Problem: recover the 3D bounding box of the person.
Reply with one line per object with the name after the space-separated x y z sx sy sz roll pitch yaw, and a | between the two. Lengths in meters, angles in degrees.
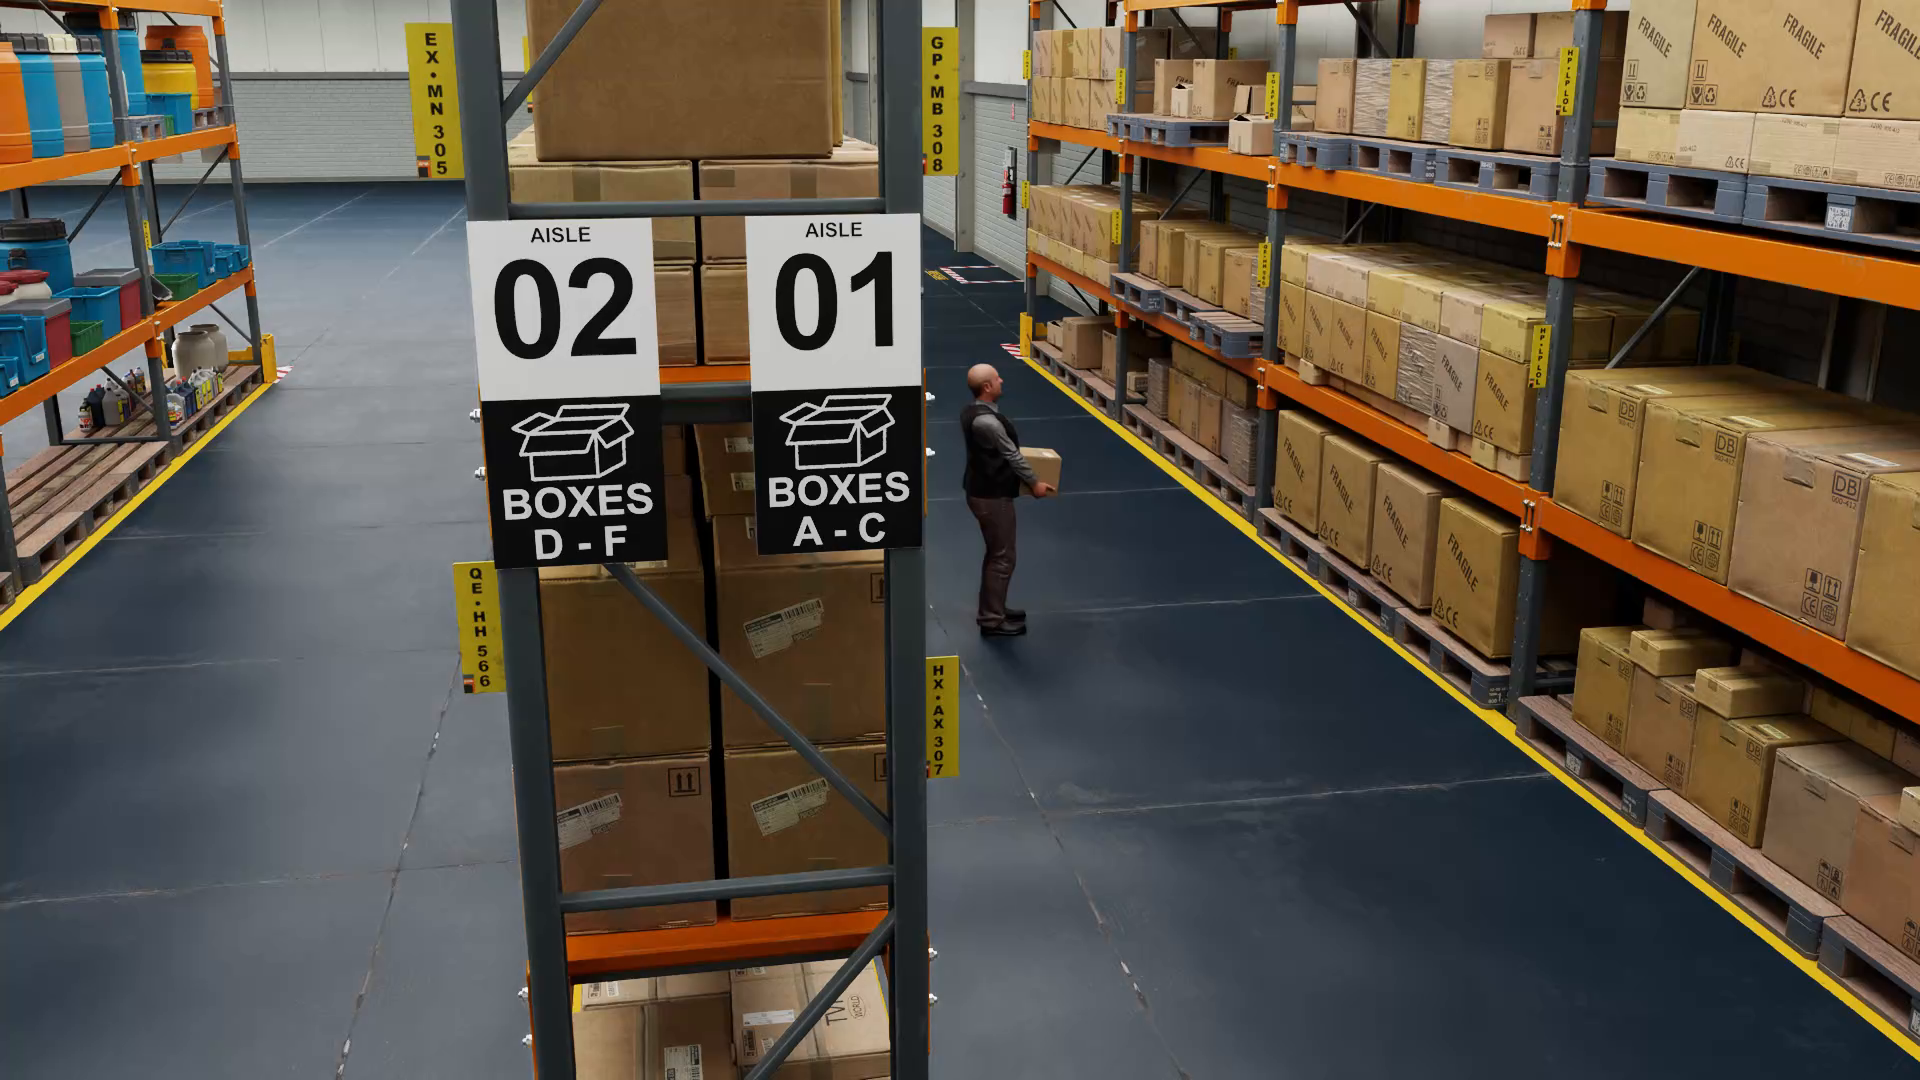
0.294 -0.270 10.522 0.560 1.711 0.494 -3 16 -10 | person
